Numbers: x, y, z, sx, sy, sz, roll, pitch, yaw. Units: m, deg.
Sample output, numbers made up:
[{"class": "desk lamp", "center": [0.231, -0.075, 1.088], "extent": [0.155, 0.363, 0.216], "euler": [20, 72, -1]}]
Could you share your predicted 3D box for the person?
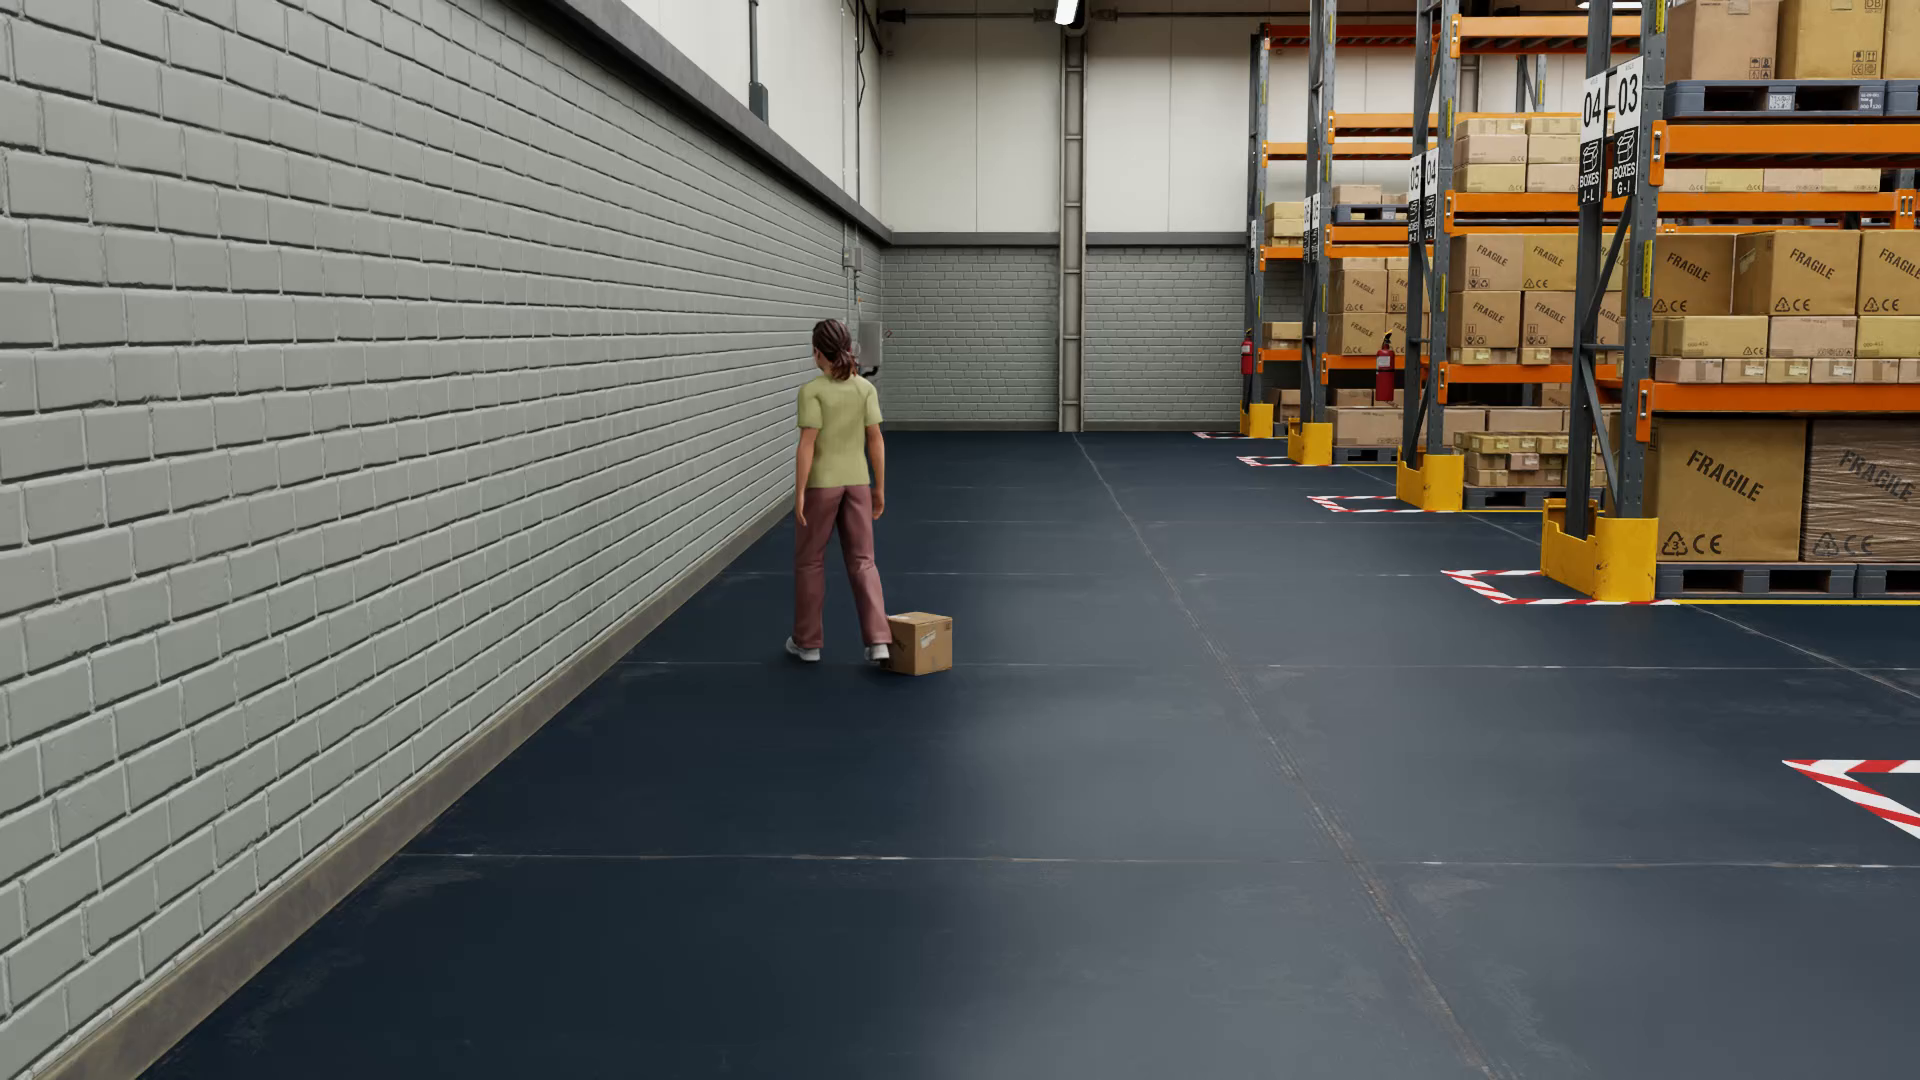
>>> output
[{"class": "person", "center": [-0.609, -0.228, 8.016], "extent": [0.457, 1.662, 0.735], "euler": [-4, 8, -28]}]
